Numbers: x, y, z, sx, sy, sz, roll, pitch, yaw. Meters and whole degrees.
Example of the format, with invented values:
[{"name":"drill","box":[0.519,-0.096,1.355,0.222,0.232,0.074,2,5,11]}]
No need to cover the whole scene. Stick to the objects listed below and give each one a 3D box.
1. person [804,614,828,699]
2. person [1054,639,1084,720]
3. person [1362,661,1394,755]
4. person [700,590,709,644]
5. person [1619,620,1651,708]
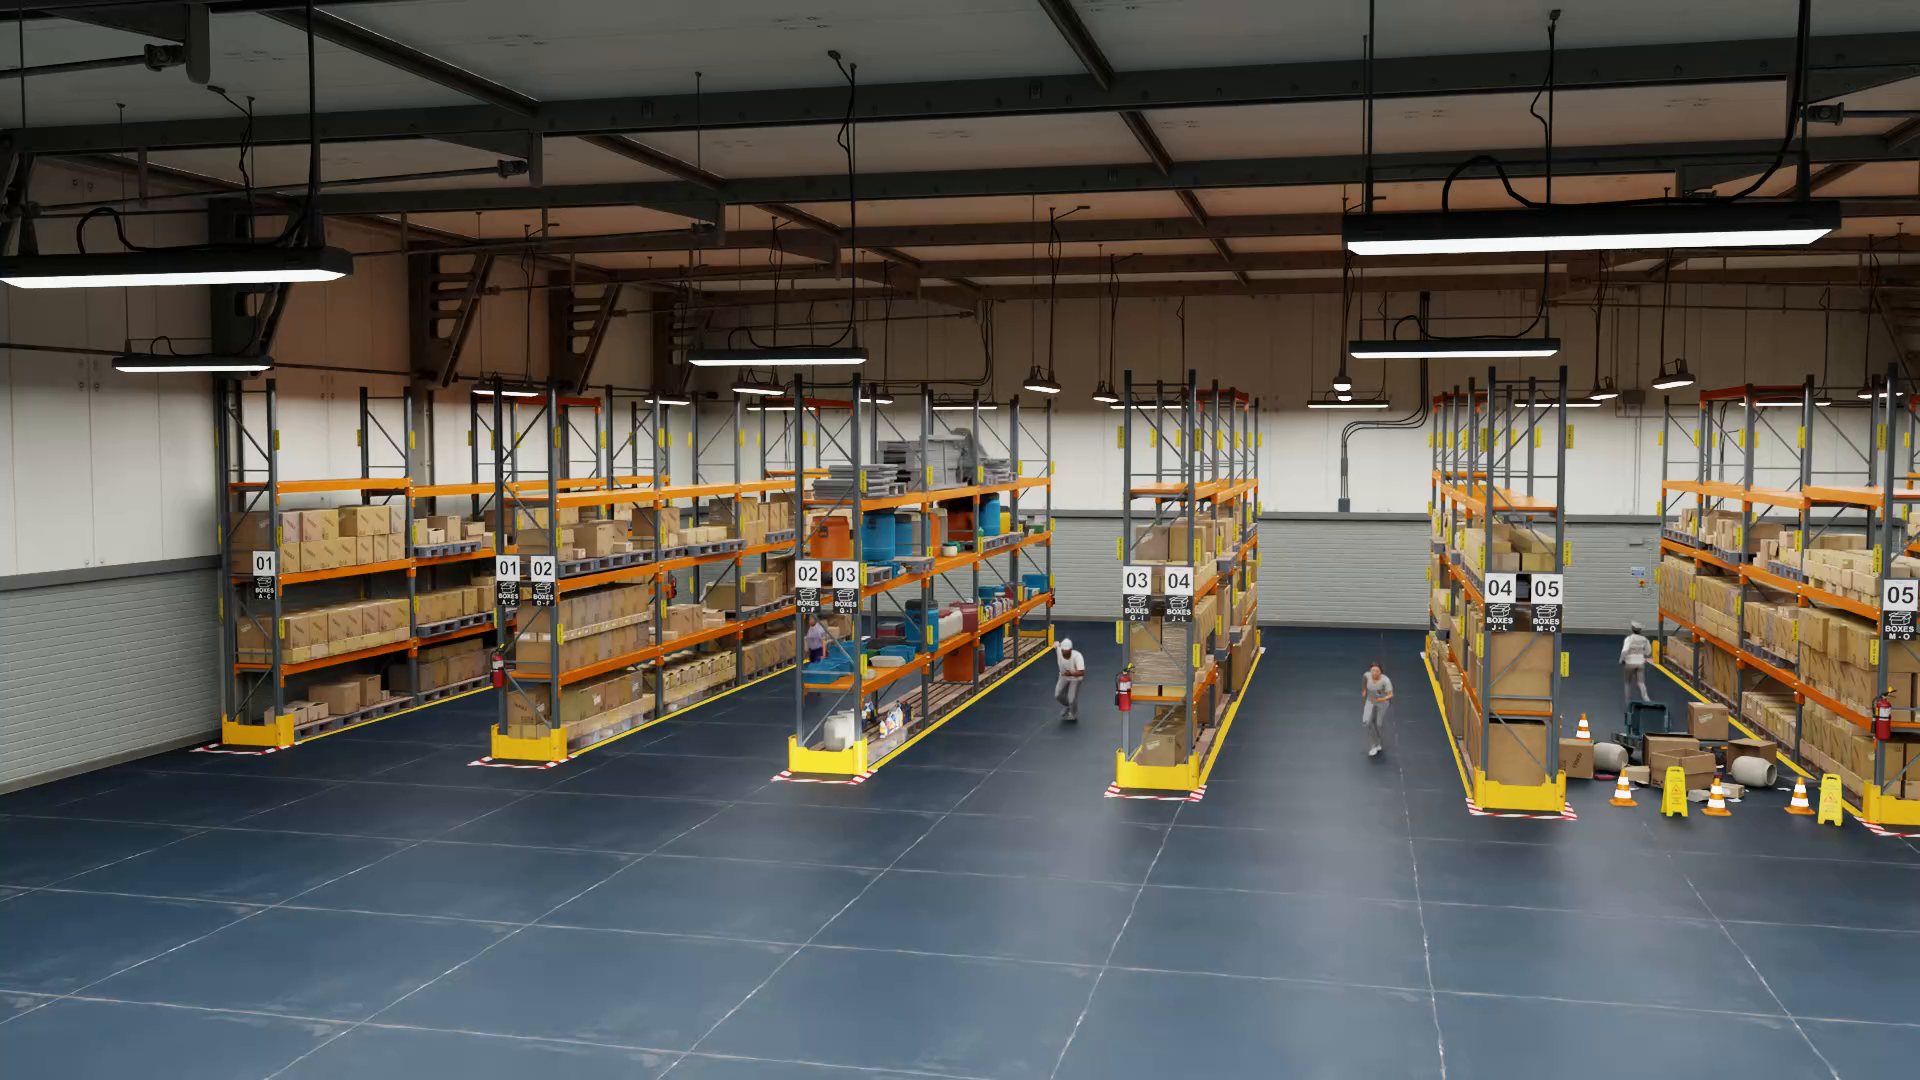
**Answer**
[{"name":"person","box":[-2.801,2.258,32.518,0.692,1.664,0.726,-3,5,-44]},{"name":"person","box":[1.929,2.465,29.373,0.708,1.516,1.033,2,4,27]},{"name":"person","box":[6.675,2.638,26.552,0.568,1.500,1.034,2,4,25]},{"name":"person","box":[-6.116,1.881,40.518,0.629,1.392,0.905,-1,4,-12]},{"name":"person","box":[12.480,2.310,30.764,0.609,1.666,0.813,0,3,3]}]
